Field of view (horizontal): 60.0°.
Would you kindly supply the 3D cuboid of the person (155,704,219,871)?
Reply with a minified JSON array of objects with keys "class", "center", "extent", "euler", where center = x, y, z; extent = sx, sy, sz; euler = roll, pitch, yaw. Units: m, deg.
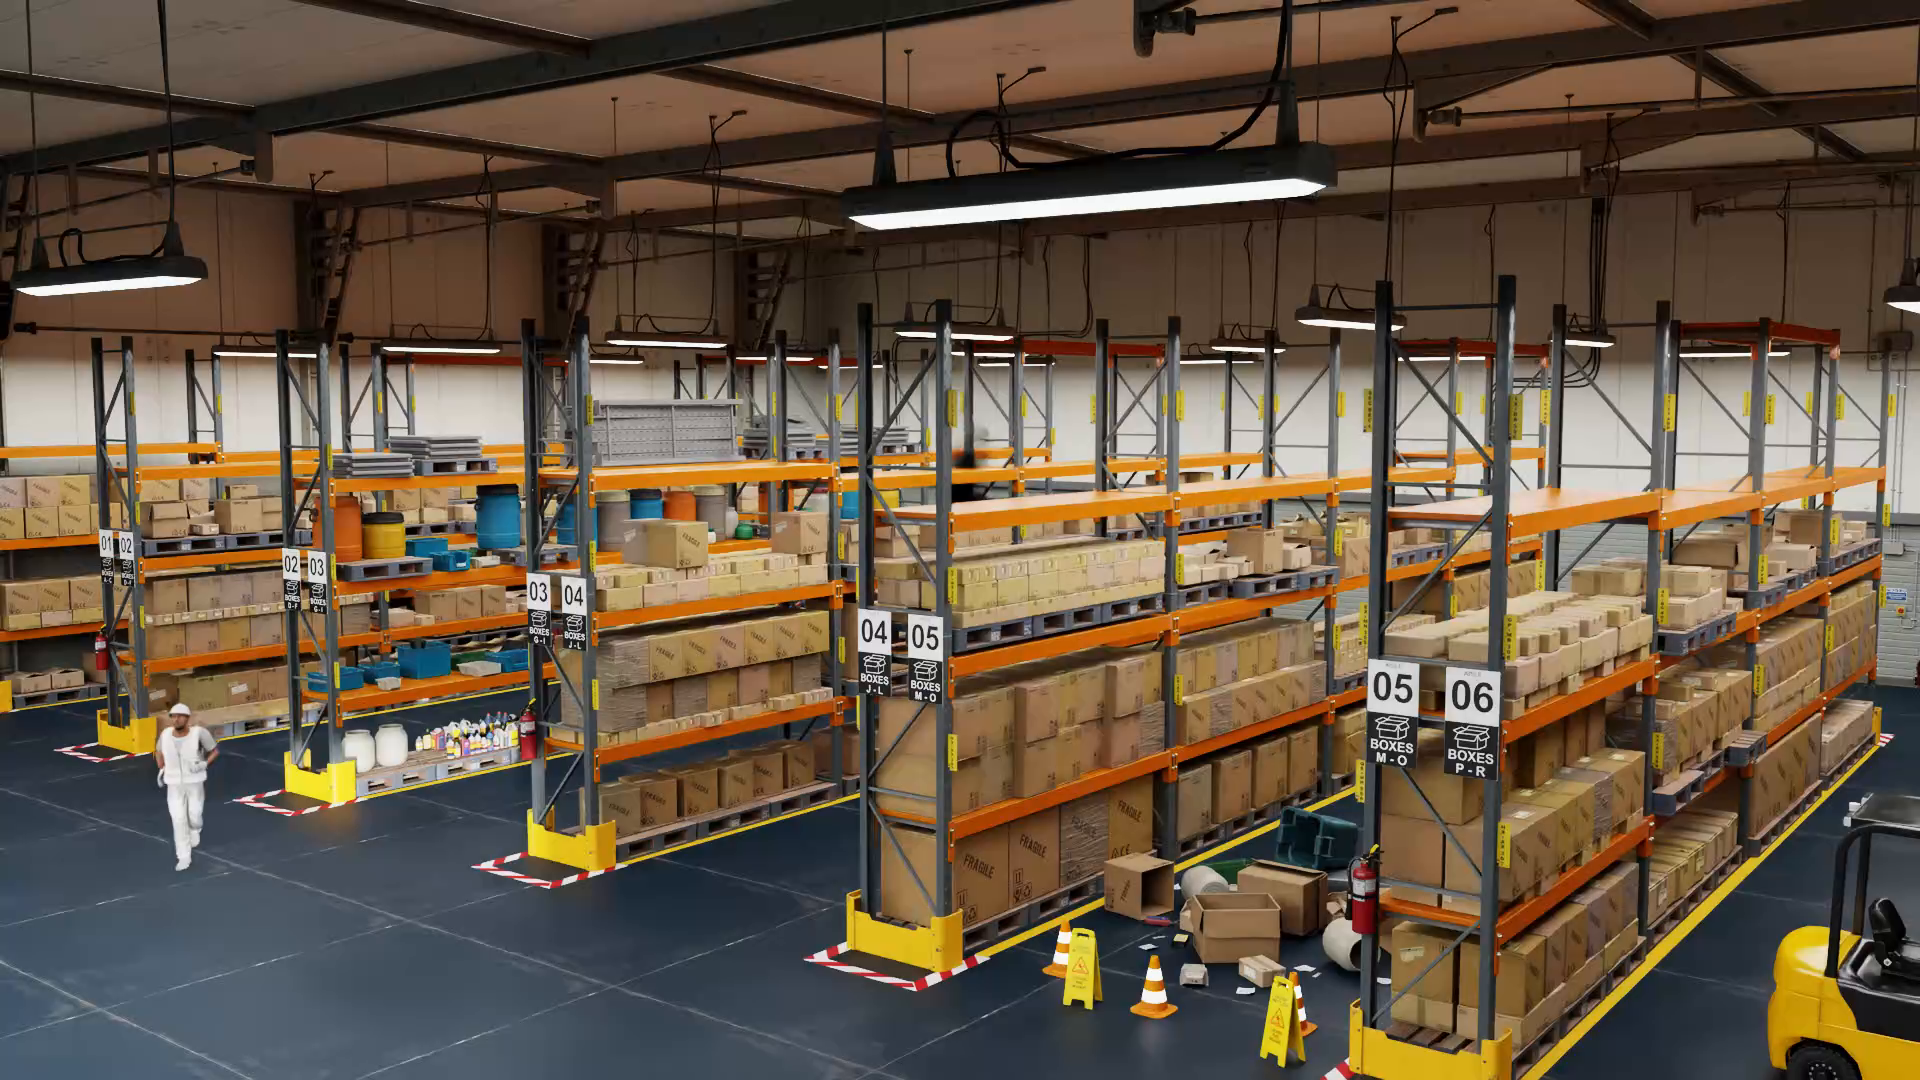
[{"class":"person","center":[-8.569,2.687,18.414],"extent":[0.654,1.780,0.843],"euler":[-1,5,-14]}]

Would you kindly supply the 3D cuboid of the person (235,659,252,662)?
[{"class":"person","center":[-11.783,1.984,27.311],"extent":[0.517,1.615,0.784],"euler":[3,6,31]}]

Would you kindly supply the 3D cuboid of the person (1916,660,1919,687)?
[{"class":"person","center":[14.286,2.197,24.098],"extent":[0.784,1.808,0.670],"euler":[3,6,28]}]
